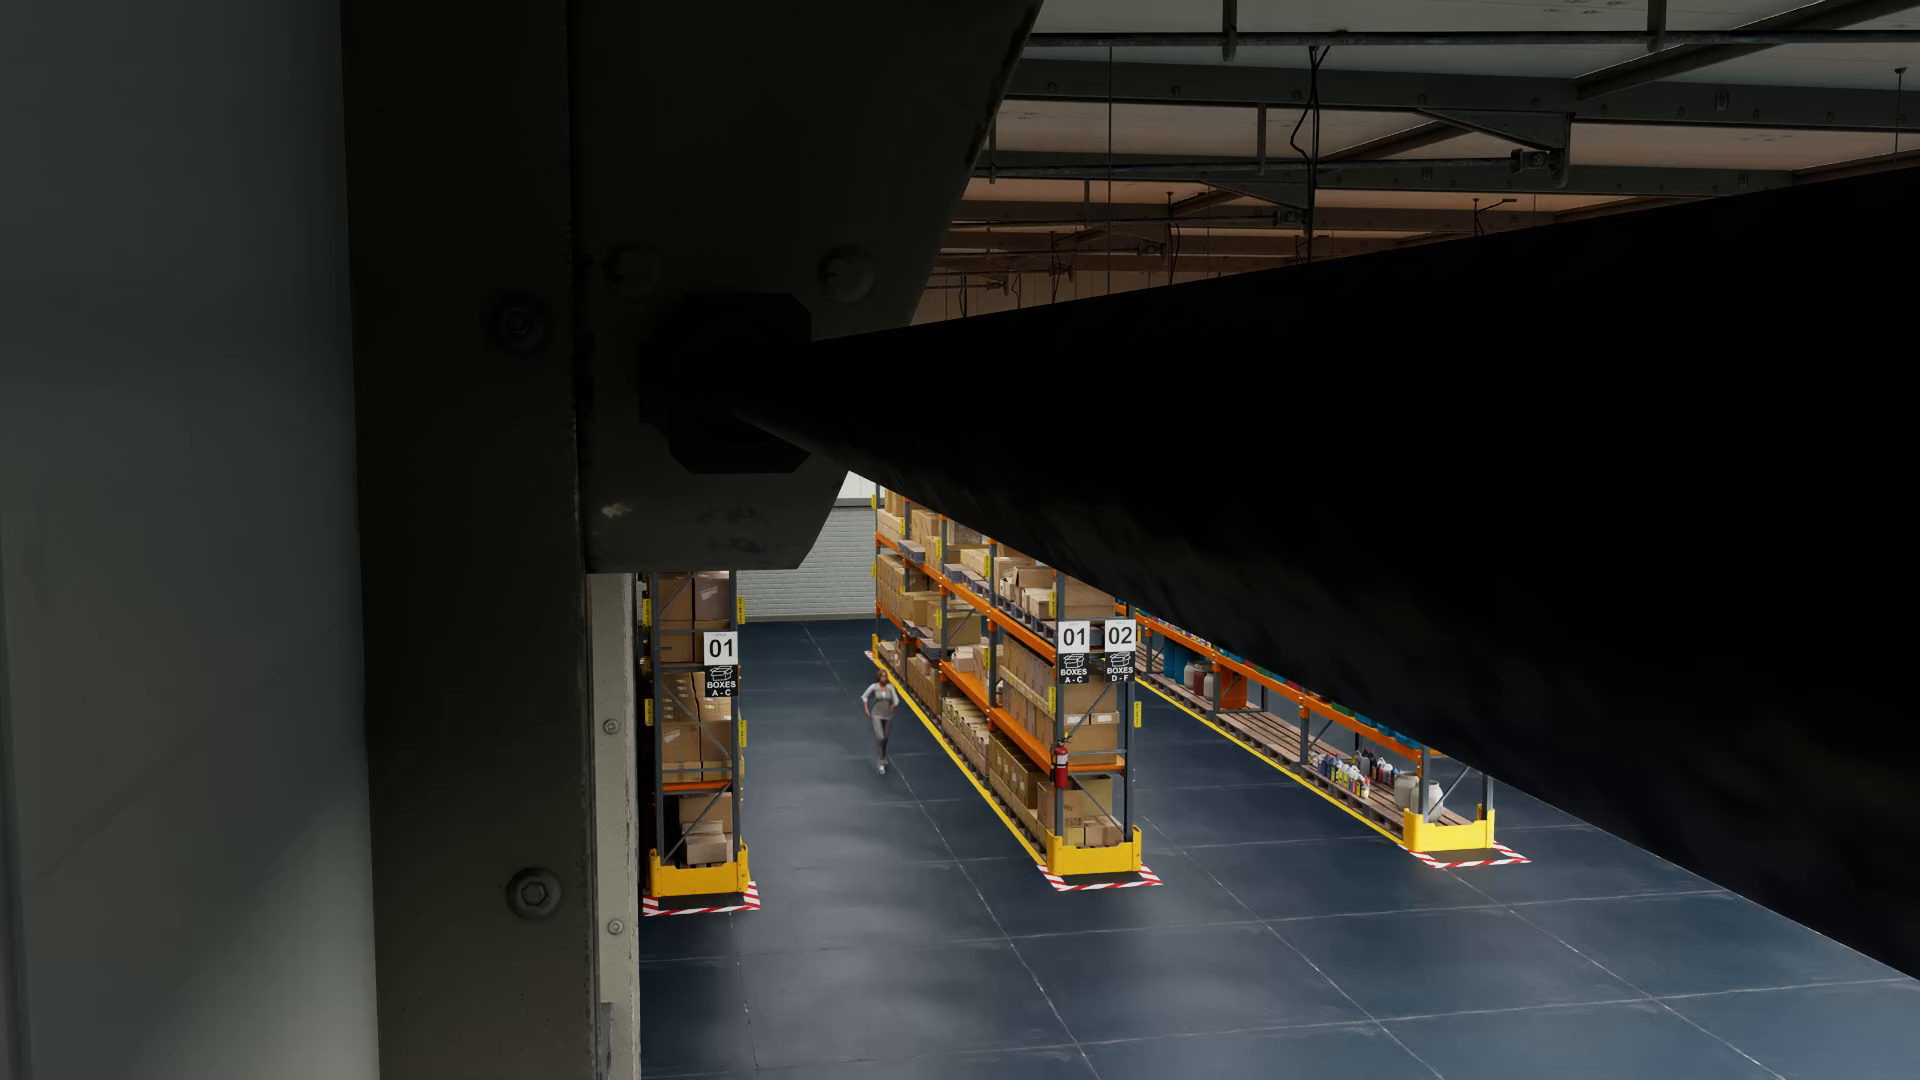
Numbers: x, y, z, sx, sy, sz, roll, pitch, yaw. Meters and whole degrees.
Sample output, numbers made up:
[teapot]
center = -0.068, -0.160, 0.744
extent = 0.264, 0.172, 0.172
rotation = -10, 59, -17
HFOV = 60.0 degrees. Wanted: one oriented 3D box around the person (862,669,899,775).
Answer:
[person]
center = -1.239, 2.852, 26.305
extent = 0.547, 1.624, 0.705
rotation = -2, 6, -19
